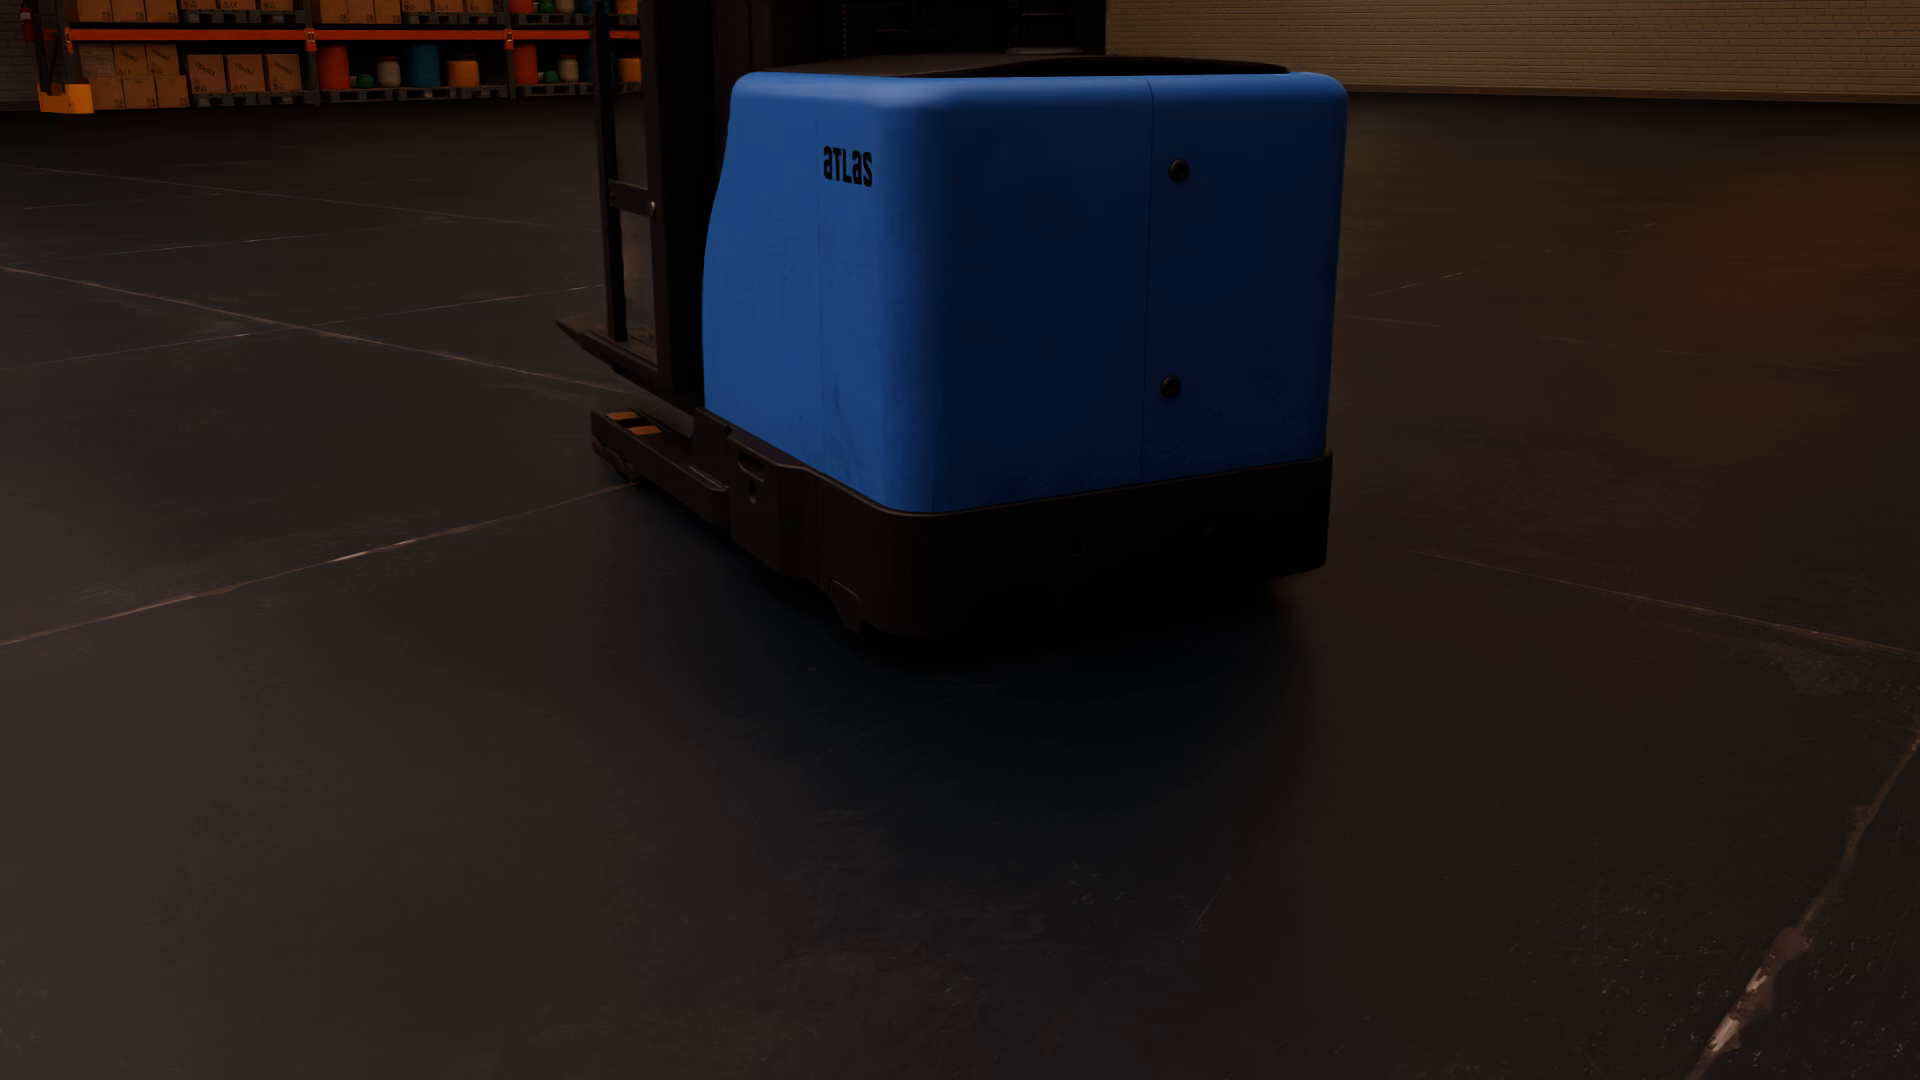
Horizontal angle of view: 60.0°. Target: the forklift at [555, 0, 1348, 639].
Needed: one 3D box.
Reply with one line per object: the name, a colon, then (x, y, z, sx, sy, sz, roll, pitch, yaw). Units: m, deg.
forklift: (-0.359, -1.597, 4.157, 1.130, 2.935, 3.031, -9, 19, -27)
